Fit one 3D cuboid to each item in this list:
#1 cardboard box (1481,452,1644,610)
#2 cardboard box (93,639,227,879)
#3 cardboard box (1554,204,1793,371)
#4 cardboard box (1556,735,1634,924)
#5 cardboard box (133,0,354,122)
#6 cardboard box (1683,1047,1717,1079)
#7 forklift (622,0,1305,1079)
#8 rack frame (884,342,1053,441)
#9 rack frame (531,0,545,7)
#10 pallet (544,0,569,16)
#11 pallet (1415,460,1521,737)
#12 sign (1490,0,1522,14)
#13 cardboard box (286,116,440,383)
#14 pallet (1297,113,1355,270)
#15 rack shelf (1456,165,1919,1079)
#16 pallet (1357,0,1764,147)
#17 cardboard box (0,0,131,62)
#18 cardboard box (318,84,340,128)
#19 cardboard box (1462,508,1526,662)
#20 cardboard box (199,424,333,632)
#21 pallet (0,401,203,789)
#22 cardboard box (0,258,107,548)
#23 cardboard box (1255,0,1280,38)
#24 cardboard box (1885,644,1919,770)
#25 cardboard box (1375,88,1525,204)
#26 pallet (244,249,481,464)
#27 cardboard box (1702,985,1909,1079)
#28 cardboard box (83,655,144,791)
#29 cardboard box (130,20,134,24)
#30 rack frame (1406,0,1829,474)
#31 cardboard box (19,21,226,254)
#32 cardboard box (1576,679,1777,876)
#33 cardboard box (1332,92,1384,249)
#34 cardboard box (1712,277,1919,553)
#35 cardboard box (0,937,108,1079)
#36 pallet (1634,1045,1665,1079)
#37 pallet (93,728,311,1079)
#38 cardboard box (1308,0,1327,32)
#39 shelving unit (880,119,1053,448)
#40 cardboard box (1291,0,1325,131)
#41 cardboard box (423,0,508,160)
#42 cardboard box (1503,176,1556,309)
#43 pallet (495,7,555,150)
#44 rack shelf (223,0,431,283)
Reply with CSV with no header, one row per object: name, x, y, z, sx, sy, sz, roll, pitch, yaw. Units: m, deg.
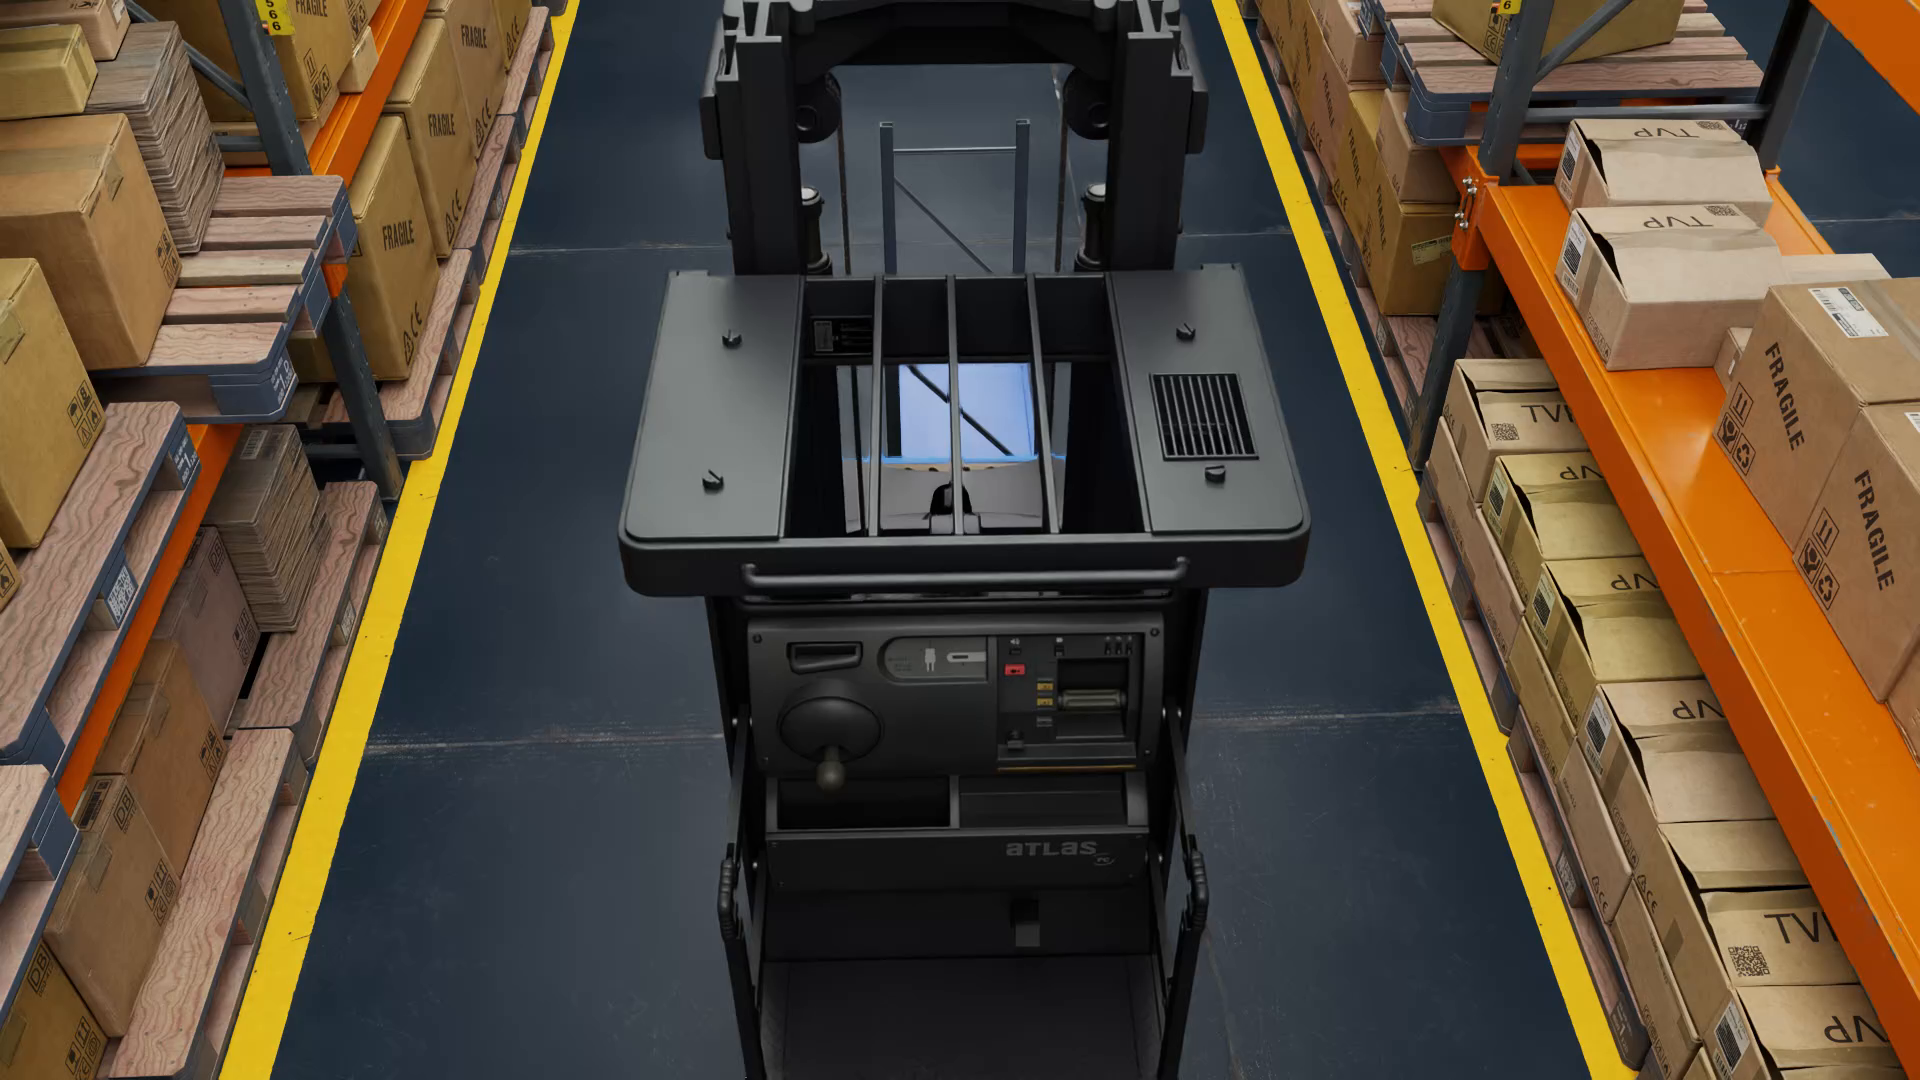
cardboard box,2.041,-0.055,5.399,0.500,0.311,0.500,-3,43,-3
cardboard box,-2.630,0.651,4.845,0.700,0.500,0.500,-2,43,-2
cardboard box,2.126,-0.781,4.948,0.500,0.311,0.500,-2,43,-2
cardboard box,2.082,0.834,4.845,0.500,0.250,0.500,-1,43,-1
cardboard box,-2.433,-1.768,5.650,0.500,0.500,0.500,0,43,-1
cardboard box,2.124,1.522,4.093,0.500,0.250,0.500,-2,43,-2
forklift,-0.002,0.404,3.640,1.130,2.935,3.031,-1,43,-1
rack frame,0.025,-0.152,5.306,0.500,1.500,0.032,-2,43,-2
rack frame,-2.838,-3.979,8.371,1.000,3.000,0.127,-2,43,-2
pallet,-2.792,-3.467,9.876,1.003,0.211,1.213,-2,43,-2
pallet,2.277,0.161,5.918,1.003,0.211,1.213,-2,43,-2
sign,1.739,-1.799,5.195,0.100,0.325,0.005,-2,43,-2
cardboard box,-2.568,-1.141,6.556,0.750,0.750,0.750,-2,43,-2
pallet,2.239,-1.722,7.973,1.003,0.211,1.213,-2,43,-2
rack shelf,2.366,0.192,4.353,1.077,0.370,4.000,-2,43,-2
pallet,2.182,-1.808,6.145,1.213,0.211,1.003,-2,43,-2
cardboard box,-2.623,-1.485,4.771,0.380,0.149,0.250,-7,43,-7
cardboard box,-2.452,-1.593,5.939,0.380,0.149,0.250,-1,43,-1
cardboard box,2.032,0.137,5.605,0.500,0.250,0.500,-3,43,-3
cardboard box,-2.585,-0.035,5.593,0.700,0.500,0.500,-1,43,-1
pallet,-2.543,0.127,4.033,1.003,0.211,1.213,-2,43,-2
cardboard box,-2.563,-0.320,3.980,0.700,0.500,0.500,-2,43,-2
cardboard box,1.888,-3.031,8.861,0.500,0.500,0.500,-3,43,-4
cardboard box,2.412,0.365,3.557,0.500,0.500,0.500,1,43,1
cardboard box,2.000,-1.603,6.749,0.500,0.250,0.500,0,43,0
pallet,-2.626,-0.785,6.951,1.003,0.211,1.213,-2,43,-2
cardboard box,2.119,1.313,3.907,0.500,0.311,0.500,-1,43,-1
cardboard box,-2.597,0.422,4.539,0.500,0.250,0.500,-2,43,-2
cardboard box,-2.951,-1.744,5.624,0.500,0.500,0.500,-1,43,-2
rack frame,2.281,-1.424,5.583,1.000,3.000,0.127,-2,43,-2
cardboard box,-2.638,-1.161,4.897,0.700,0.500,0.500,-6,43,-7
cardboard box,2.083,0.636,4.645,0.500,0.311,0.500,-2,43,-2
cardboard box,1.985,-1.638,7.342,0.500,0.500,0.500,-3,43,-3
cardboard box,2.369,-0.328,4.314,0.500,0.500,0.500,-4,43,-4
cardboard box,-2.618,1.337,4.096,0.700,0.500,0.500,-2,43,-3
pallet,2.381,1.808,4.121,1.003,0.211,1.213,-2,43,-2
pallet,-2.587,1.098,4.896,1.003,0.211,1.213,-2,43,-2
cardboard box,1.931,-2.632,7.871,0.500,0.250,0.500,-2,43,-2
shelving unit,0.004,-0.495,5.680,0.538,1.500,1.048,-2,43,-2
cardboard box,1.936,-2.334,8.100,0.500,0.500,0.500,-1,43,-1
cardboard box,-2.639,-2.307,7.827,0.750,0.750,0.750,0,43,0
cardboard box,2.520,-1.333,7.009,0.500,0.500,0.500,-3,43,-3
pallet,-2.730,-2.433,8.748,1.003,0.211,1.213,-2,43,-2
rack shelf,-2.753,-2.364,7.141,1.077,0.370,4.000,-2,43,-2
